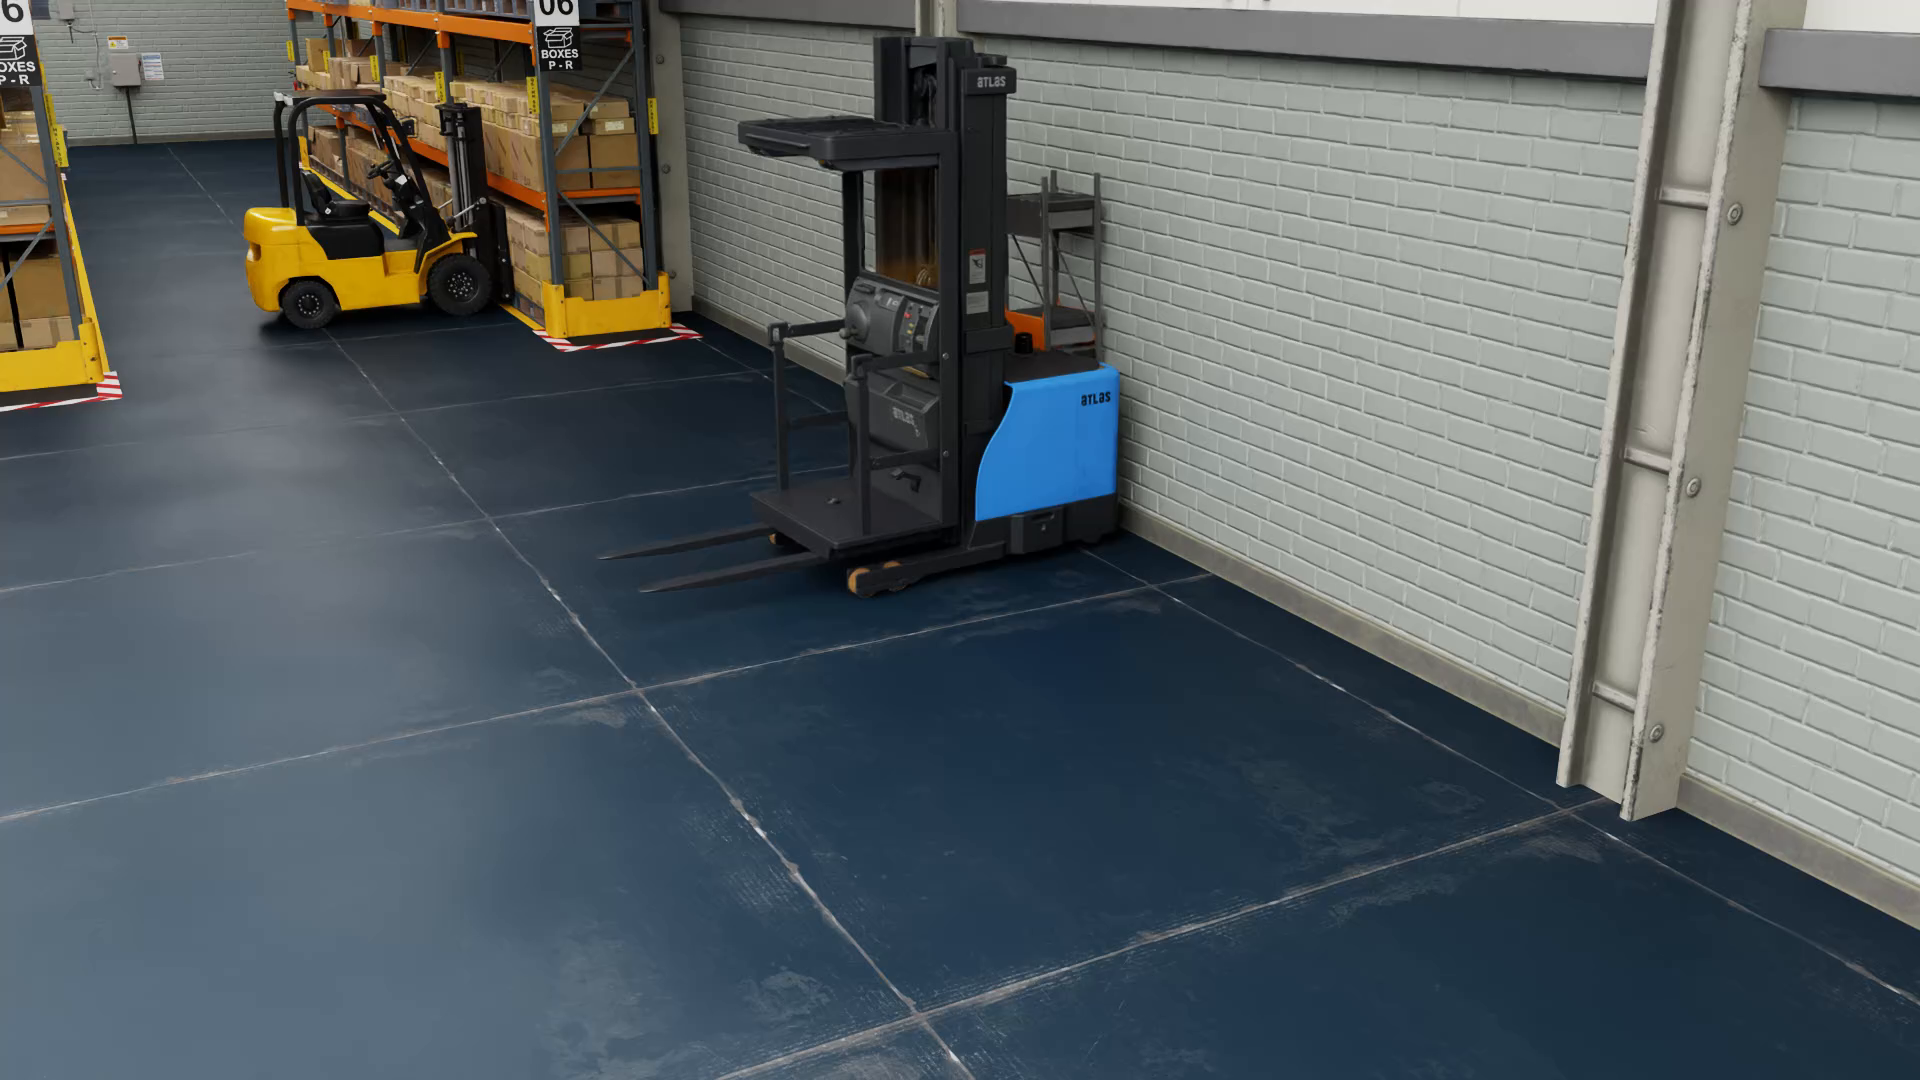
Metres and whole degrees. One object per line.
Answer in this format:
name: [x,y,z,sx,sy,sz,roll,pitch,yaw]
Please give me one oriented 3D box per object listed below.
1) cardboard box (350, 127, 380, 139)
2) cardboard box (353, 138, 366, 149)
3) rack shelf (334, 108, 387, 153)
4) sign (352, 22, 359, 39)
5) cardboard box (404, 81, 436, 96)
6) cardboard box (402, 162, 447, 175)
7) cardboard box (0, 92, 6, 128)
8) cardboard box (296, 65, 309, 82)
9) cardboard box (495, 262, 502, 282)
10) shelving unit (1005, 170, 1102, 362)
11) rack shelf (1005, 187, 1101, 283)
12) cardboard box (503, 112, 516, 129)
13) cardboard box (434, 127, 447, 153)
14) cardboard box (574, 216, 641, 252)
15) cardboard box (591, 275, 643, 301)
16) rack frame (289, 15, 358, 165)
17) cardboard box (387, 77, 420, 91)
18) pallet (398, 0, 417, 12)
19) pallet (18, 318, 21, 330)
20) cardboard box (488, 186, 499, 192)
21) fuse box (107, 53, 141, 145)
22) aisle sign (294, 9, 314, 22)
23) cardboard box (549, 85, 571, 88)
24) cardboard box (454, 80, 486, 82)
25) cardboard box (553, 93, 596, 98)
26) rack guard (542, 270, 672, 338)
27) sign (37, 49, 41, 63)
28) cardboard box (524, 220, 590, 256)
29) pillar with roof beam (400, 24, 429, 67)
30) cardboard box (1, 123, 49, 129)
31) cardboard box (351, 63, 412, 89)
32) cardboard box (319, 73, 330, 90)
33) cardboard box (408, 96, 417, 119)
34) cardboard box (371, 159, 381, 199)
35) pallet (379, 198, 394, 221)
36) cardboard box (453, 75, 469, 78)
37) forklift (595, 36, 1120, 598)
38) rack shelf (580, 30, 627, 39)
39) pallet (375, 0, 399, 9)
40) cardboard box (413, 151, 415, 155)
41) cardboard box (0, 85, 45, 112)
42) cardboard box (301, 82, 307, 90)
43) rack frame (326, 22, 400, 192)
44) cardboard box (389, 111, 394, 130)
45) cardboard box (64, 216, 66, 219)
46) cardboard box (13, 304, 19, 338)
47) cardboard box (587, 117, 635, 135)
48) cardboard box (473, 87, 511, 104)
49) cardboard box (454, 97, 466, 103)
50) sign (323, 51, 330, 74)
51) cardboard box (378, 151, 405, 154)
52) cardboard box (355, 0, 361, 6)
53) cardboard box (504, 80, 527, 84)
cardboard box: [-8.980,-6.150,25.093,0.380,0.149,0.250,-11,22,-29]
cardboard box: [-8.946,-6.009,25.140,0.380,0.149,0.250,-11,22,-28]
rack shelf: [-8.132,-5.983,23.974,1.077,0.370,4.000,-10,21,-27]
sign: [-10.483,-8.822,28.840,0.100,0.325,0.005,-10,21,-27]
cardboard box: [-6.668,-5.597,20.604,0.380,0.149,0.250,-9,21,-26]
cardboard box: [-6.898,-4.643,21.986,0.875,0.625,0.625,-9,21,-25]
cardboard box: [-8.866,-3.897,14.685,0.700,0.500,0.500,-10,21,-27]
cardboard box: [-11.003,-7.943,28.325,0.500,0.250,0.500,-10,21,-26]
cardboard box: [-4.609,-2.872,17.426,0.500,0.250,0.500,-9,21,-25]
shelving unit: [0.573,-1.211,10.346,0.431,2.100,0.503,-10,18,-27]
rack shelf: [0.551,-1.871,10.159,0.431,0.518,0.480,-10,18,-27]
cardboard box: [-4.288,-4.157,16.433,0.380,0.149,0.250,-11,22,-28]
cardboard box: [-5.753,-4.634,19.191,0.500,0.250,0.500,-9,21,-25]
cardboard box: [-3.445,-2.991,16.239,0.500,0.250,0.500,-10,22,-27]
cardboard box: [-3.445,-2.522,16.414,0.500,0.250,0.500,-10,21,-26]
rack frame: [-10.981,-8.045,28.848,1.000,3.000,0.127,-10,21,-27]
cardboard box: [-7.163,-5.889,21.452,0.380,0.149,0.250,-9,21,-25]
pallet: [-6.248,-6.576,20.281,1.003,0.211,1.213,-9,21,-24]
pallet: [-8.716,-1.974,15.529,1.003,0.211,1.213,-10,21,-27]
cardboard box: [-5.330,-3.784,18.538,0.500,0.250,0.500,-10,22,-27]
fuse box: [-16.128,-8.565,32.329,0.539,1.711,0.414,-10,21,-27]
aisle sign: [-11.272,-9.248,28.349,0.394,0.787,0.004,-10,21,-27]
cardboard box: [-4.366,-4.758,17.718,0.380,0.149,0.250,-10,22,-28]
cardboard box: [-6.133,-5.693,20.885,0.380,0.149,0.250,-10,22,-28]
cardboard box: [-3.839,-4.375,16.608,0.380,0.149,0.250,-9,21,-25]
rack guard: [-3.372,-2.264,15.925,1.175,0.500,0.348,-10,21,-27]
sign: [-12.976,-6.724,23.365,0.100,0.325,0.005,-10,21,-27]
cardboard box: [-3.877,-2.907,15.997,0.500,0.250,0.500,-9,21,-25]
pillar with roof beam: [-12.408,-9.406,23.593,9.100,9.000,0.400,-10,21,-27]
cardboard box: [-8.472,-3.488,15.032,0.500,0.500,0.500,-10,22,-28]
cardboard box: [-8.120,-6.436,23.382,0.797,0.503,0.637,-11,22,-28]
cardboard box: [-9.789,-7.217,26.221,0.500,0.250,0.500,-10,21,-26]
cardboard box: [-6.453,-5.309,20.382,0.500,0.250,0.500,-10,21,-26]
cardboard box: [-8.052,-5.149,23.642,0.500,0.500,0.500,-9,21,-24]
pallet: [-7.504,-4.651,23.285,1.003,0.211,1.213,-10,21,-27]
cardboard box: [-6.627,-5.983,21.723,0.380,0.149,0.250,-9,21,-25]
forklift: [-0.562,-1.259,9.287,3.031,2.935,1.130,-12,22,-31]
rack shelf: [-4.333,-5.172,16.806,0.831,0.071,3.687,-10,21,-27]
pallet: [-6.782,-6.896,21.210,1.213,0.211,1.003,-9,21,-24]
cardboard box: [-7.661,-5.569,23.867,0.380,0.149,0.250,-10,22,-28]
cardboard box: [-9.620,-4.396,17.019,0.500,0.500,0.500,-9,21,-25]
cardboard box: [-11.067,-7.790,28.492,0.380,0.149,0.250,-10,21,-27]
rack frame: [-9.082,-6.897,25.520,1.000,3.000,0.127,-10,21,-27]
cardboard box: [-7.187,-5.513,21.738,0.500,0.250,0.500,-10,21,-26]
cardboard box: [-9.133,-2.955,16.520,0.500,0.500,0.500,-10,22,-27]
cardboard box: [-8.610,-1.921,14.672,0.500,0.250,0.500,-10,21,-26]
cardboard box: [-3.316,-3.944,15.814,0.380,0.149,0.250,-11,22,-28]
cardboard box: [-4.881,-4.664,17.447,0.380,0.149,0.250,-10,22,-28]
cardboard box: [-5.363,-4.822,18.359,0.380,0.149,0.250,-10,22,-28]
sign: [-9.556,-7.220,25.129,0.100,0.325,0.005,-10,21,-27]
cardboard box: [-7.883,-5.331,23.175,0.380,0.149,0.250,-11,22,-28]
cardboard box: [-7.879,-7.350,22.464,0.500,0.250,0.500,-10,21,-26]
cardboard box: [-4.866,-5.050,18.564,0.380,0.149,0.250,-10,21,-27]
